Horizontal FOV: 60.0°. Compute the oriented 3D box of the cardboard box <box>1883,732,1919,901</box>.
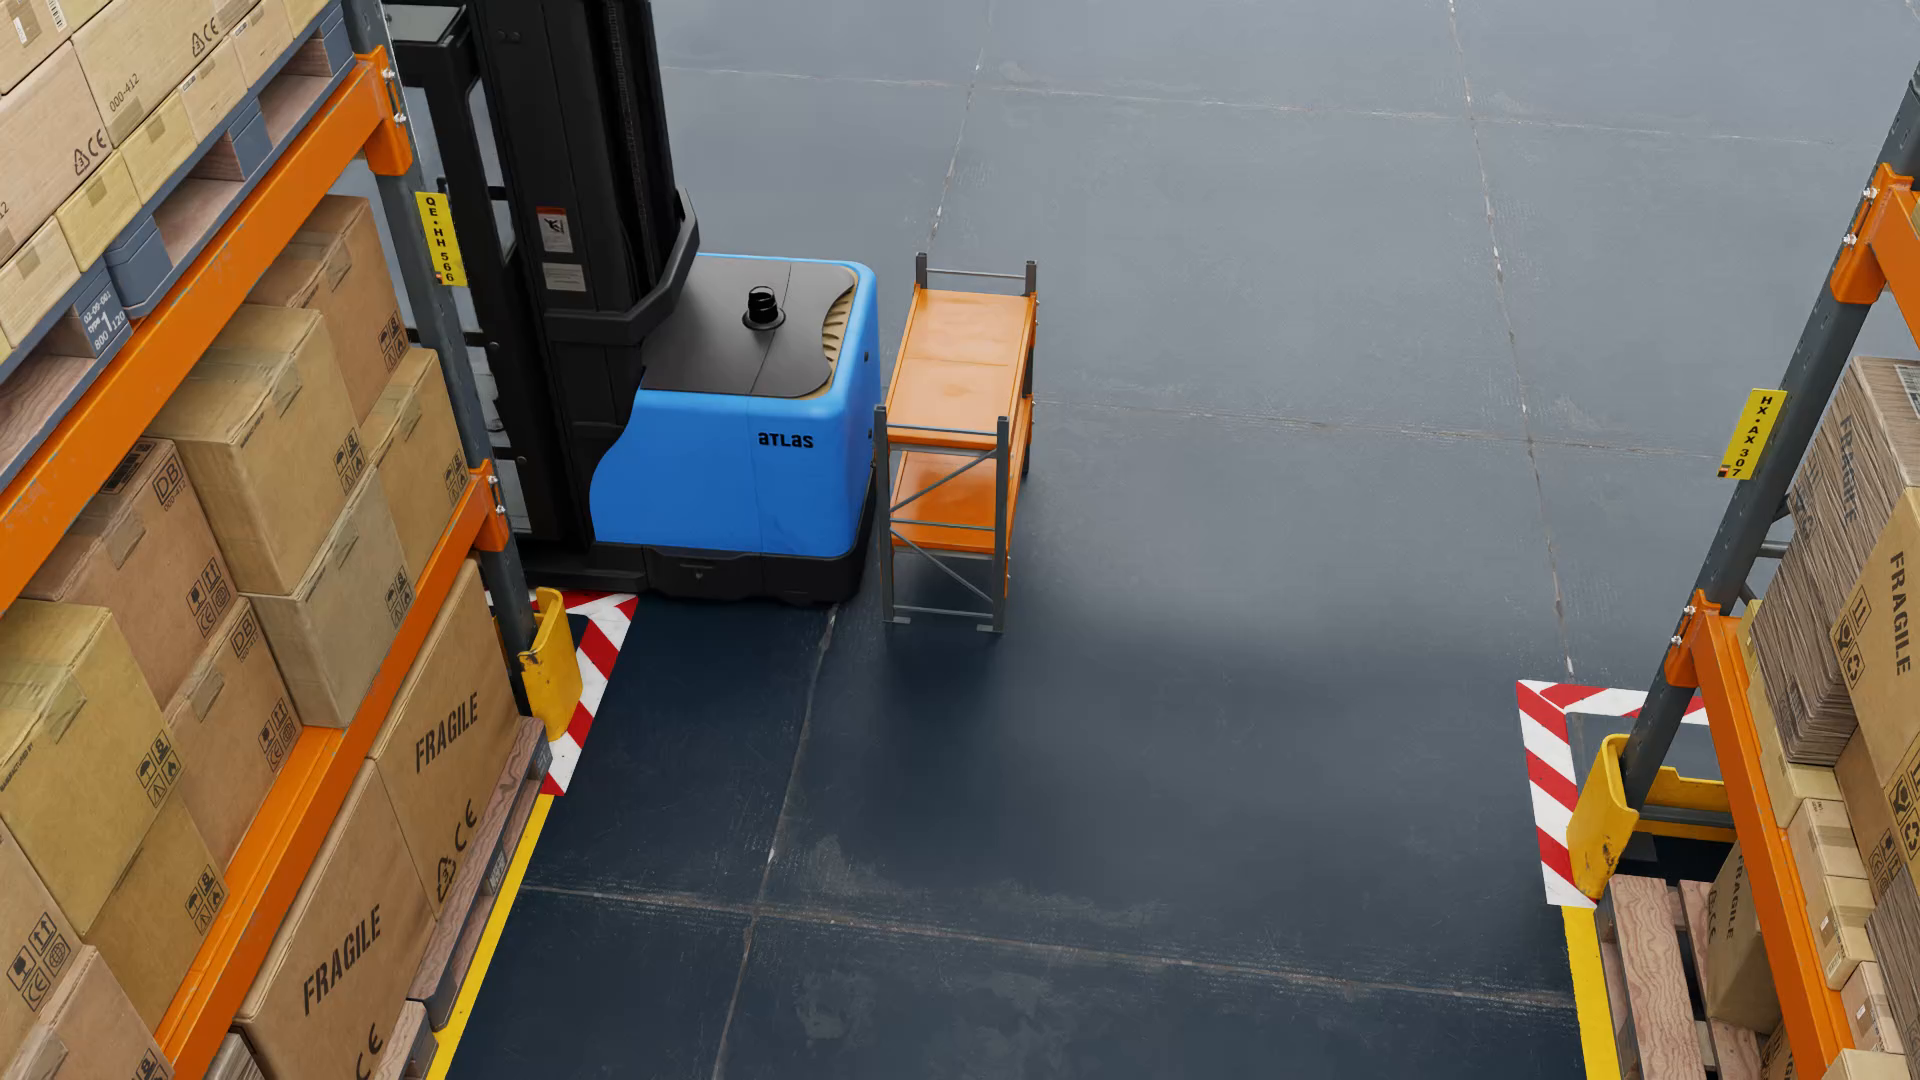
[{"bbox_3d":[2.323,0.588,3.431,0.500,0.500,0.500,5,44,6],"label":"cardboard box"}]

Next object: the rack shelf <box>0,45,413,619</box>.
[{"bbox_3d":[-2.364,0.079,3.326,1.077,0.370,4.000,5,44,6],"label":"rack shelf"}]

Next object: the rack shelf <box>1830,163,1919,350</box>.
[{"bbox_3d":[2.539,0.599,2.777,1.077,0.370,4.000,5,44,6],"label":"rack shelf"}]

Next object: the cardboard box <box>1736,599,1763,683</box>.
[{"bbox_3d":[2.530,0.328,4.905,0.380,0.149,0.250,5,44,6],"label":"cardboard box"}]

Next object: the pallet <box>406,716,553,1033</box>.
[{"bbox_3d":[-2.128,1.109,5.925,1.003,0.211,1.213,5,44,6],"label":"pallet"}]

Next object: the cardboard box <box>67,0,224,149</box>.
[{"bbox_3d":[-1.954,-1.087,3.550,0.500,0.250,0.500,5,44,6],"label":"cardboard box"}]

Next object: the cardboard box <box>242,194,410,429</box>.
[{"bbox_3d":[-2.187,-0.653,4.863,0.875,0.550,0.550,5,44,6],"label":"cardboard box"}]

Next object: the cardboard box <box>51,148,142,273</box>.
[{"bbox_3d":[-1.942,-0.691,3.421,0.380,0.149,0.250,5,44,5],"label":"cardboard box"}]

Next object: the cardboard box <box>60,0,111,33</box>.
[{"bbox_3d":[-1.909,-1.150,3.326,0.380,0.149,0.250,6,44,6],"label":"cardboard box"}]

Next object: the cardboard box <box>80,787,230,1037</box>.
[{"bbox_3d":[-2.382,0.859,4.052,0.875,0.550,0.500,5,44,6],"label":"cardboard box"}]

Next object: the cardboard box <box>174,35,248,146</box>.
[{"bbox_3d":[-1.875,-1.038,3.788,0.380,0.149,0.250,6,44,6],"label":"cardboard box"}]

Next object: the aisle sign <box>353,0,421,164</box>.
[{"bbox_3d":[-1.793,-1.421,4.678,0.394,0.787,0.004,5,44,6],"label":"aisle sign"}]

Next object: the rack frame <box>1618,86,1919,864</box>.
[{"bbox_3d":[2.804,0.064,5.001,1.000,3.000,0.127,5,44,6],"label":"rack frame"}]

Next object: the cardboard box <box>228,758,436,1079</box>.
[{"bbox_3d":[-2.238,1.231,5.008,0.875,0.875,0.875,5,44,5],"label":"cardboard box"}]

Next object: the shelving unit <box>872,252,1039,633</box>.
[{"bbox_3d":[-0.001,-0.404,6.858,0.538,1.125,1.048,5,44,6],"label":"shelving unit"}]

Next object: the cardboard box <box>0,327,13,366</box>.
[{"bbox_3d":[-2.010,-0.346,3.056,0.380,0.149,0.250,6,44,6],"label":"cardboard box"}]

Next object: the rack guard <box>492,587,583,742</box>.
[{"bbox_3d":[-2.096,0.436,6.426,1.175,0.500,0.348,5,44,6],"label":"rack guard"}]

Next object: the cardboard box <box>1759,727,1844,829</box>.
[{"bbox_3d":[2.430,0.665,4.548,0.380,0.149,0.250,5,44,6],"label":"cardboard box"}]

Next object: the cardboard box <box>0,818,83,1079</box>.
[{"bbox_3d":[-2.380,0.835,3.293,0.875,0.550,0.550,5,44,6],"label":"cardboard box"}]

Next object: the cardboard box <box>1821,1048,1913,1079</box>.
[{"bbox_3d":[2.235,1.341,3.835,0.380,0.149,0.250,5,44,6],"label":"cardboard box"}]

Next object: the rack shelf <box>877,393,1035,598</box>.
[{"bbox_3d":[-0.001,-0.226,7.026,0.538,0.278,1.000,5,44,6],"label":"rack shelf"}]

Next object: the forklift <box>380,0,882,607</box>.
[{"bbox_3d":[-1.884,-1.215,6.402,3.031,2.935,1.130,4,44,4],"label":"forklift"}]

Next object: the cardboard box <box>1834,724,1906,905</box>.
[{"bbox_3d":[2.757,0.644,4.099,0.875,0.500,0.500,5,44,6],"label":"cardboard box"}]

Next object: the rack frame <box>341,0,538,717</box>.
[{"bbox_3d":[-2.099,-0.456,5.550,1.000,3.000,0.127,5,44,6],"label":"rack frame"}]

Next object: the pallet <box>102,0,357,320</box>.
[{"bbox_3d":[-2.187,-1.006,4.014,1.003,0.211,1.213,5,44,6],"label":"pallet"}]

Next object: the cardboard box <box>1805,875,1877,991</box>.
[{"bbox_3d":[2.377,1.007,4.187,0.380,0.149,0.250,5,44,6],"label":"cardboard box"}]

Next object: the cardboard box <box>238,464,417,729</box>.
[{"bbox_3d":[-2.155,0.124,4.829,0.875,0.550,0.550,5,44,6],"label":"cardboard box"}]

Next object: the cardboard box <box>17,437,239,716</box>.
[{"bbox_3d":[-2.377,0.100,4.069,0.875,0.550,0.550,5,44,6],"label":"cardboard box"}]

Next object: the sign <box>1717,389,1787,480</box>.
[{"bbox_3d":[2.266,-0.300,4.755,0.100,0.325,0.005,5,44,6],"label":"sign"}]

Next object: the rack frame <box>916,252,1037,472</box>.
[{"bbox_3d":[0.066,-0.750,7.224,0.500,1.125,0.032,5,44,6],"label":"rack frame"}]

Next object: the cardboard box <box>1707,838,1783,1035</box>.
[{"bbox_3d":[2.705,1.243,5.268,0.500,0.500,0.500,13,45,13],"label":"cardboard box"}]

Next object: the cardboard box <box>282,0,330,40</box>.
[{"bbox_3d":[-1.807,-1.385,4.154,0.380,0.149,0.250,5,44,5],"label":"cardboard box"}]

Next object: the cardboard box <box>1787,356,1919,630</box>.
[{"bbox_3d":[2.461,-0.093,4.151,0.500,0.500,0.500,5,44,6],"label":"cardboard box"}]
